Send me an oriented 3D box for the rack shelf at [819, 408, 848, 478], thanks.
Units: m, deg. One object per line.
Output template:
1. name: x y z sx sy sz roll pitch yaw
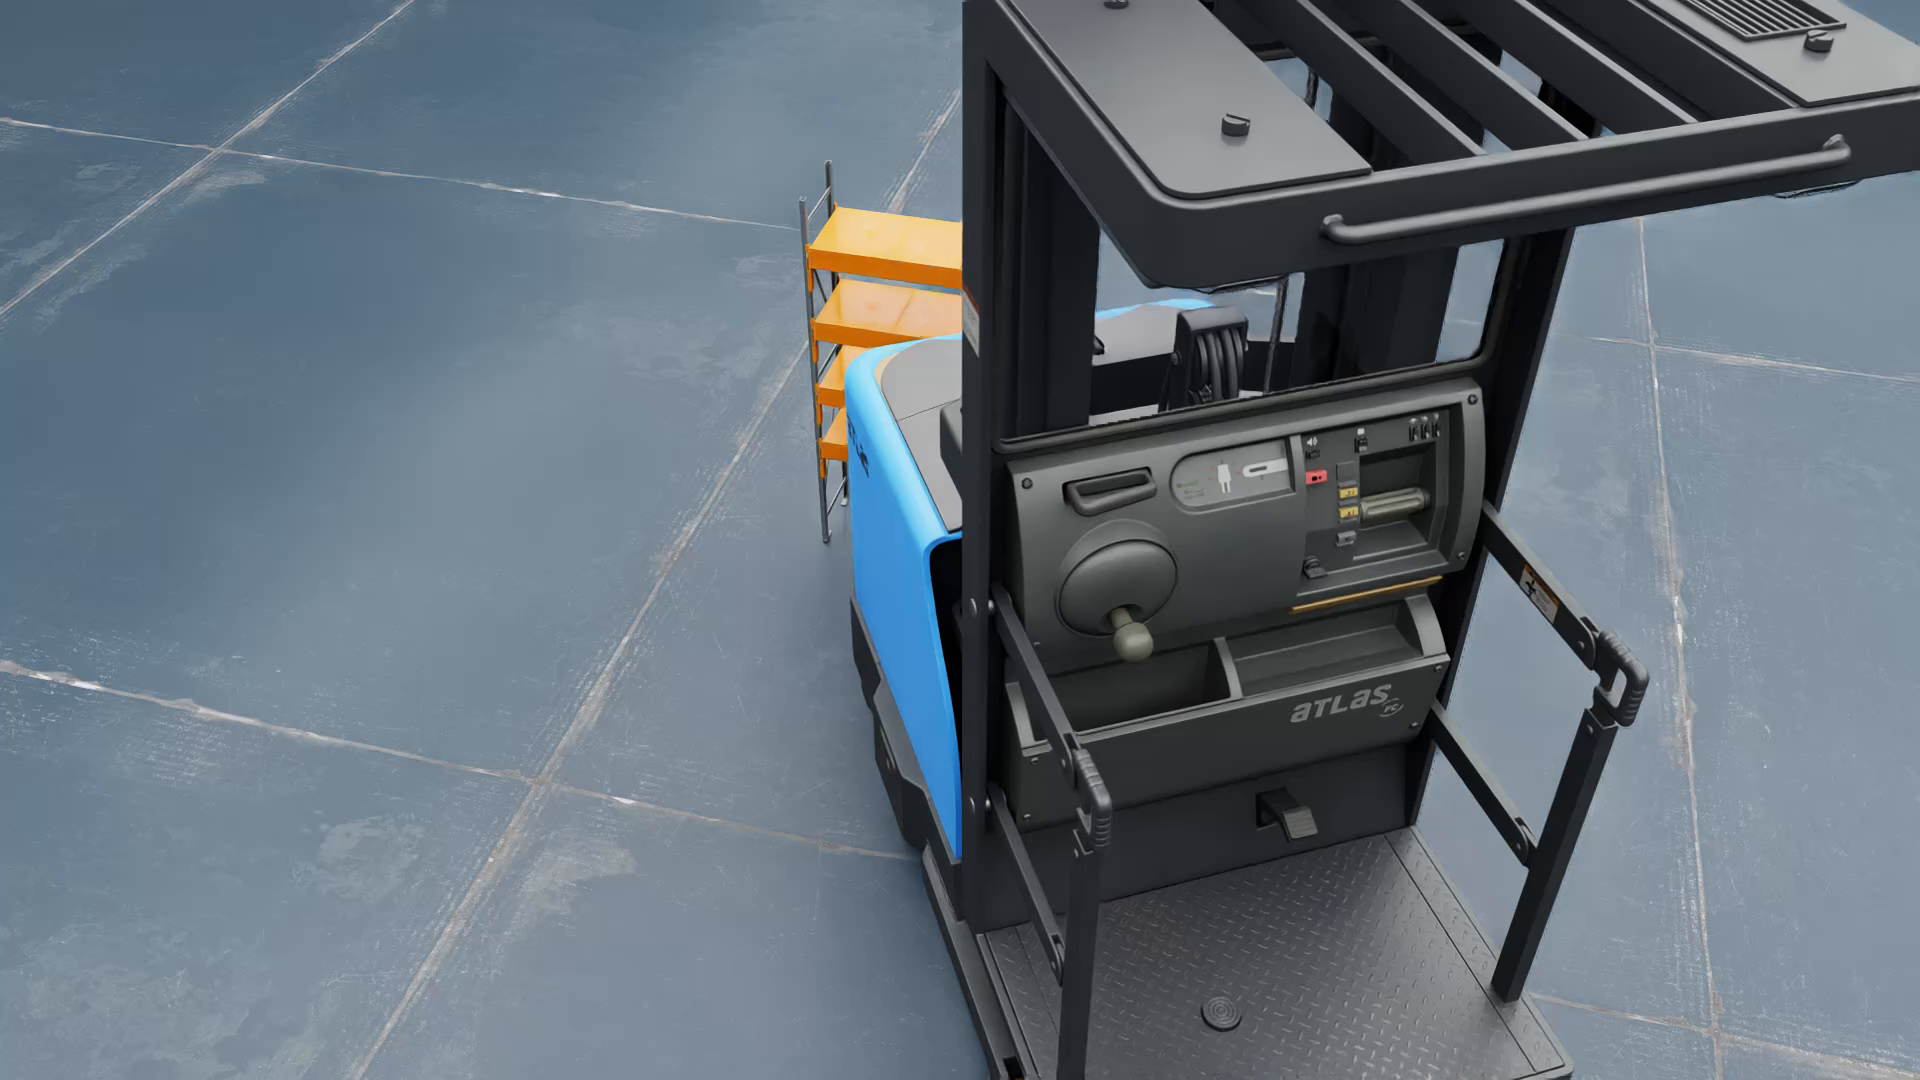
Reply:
1. rack shelf: -0.160 -0.283 5.068 0.480 0.148 0.258 10 41 11

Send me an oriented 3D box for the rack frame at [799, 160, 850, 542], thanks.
1. rack frame: -0.396 -0.528 4.945 0.015 1.200 0.240 10 41 11

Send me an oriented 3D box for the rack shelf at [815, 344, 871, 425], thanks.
1. rack shelf: -0.160 -0.435 4.940 0.480 0.148 0.258 10 41 11

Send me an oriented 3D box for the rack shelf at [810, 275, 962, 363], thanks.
1. rack shelf: -0.160 -0.607 4.796 0.480 0.148 0.258 10 41 11

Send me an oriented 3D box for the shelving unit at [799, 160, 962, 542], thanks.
1. shelving unit: -0.160 -0.487 4.897 0.503 1.200 0.258 10 41 11

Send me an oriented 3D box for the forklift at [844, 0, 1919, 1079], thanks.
1. forklift: 0.610 0.044 2.918 1.130 2.935 3.031 -11 41 -13

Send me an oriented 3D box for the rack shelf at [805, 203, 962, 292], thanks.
1. rack shelf: -0.160 -0.788 4.644 0.480 0.148 0.258 10 41 11
